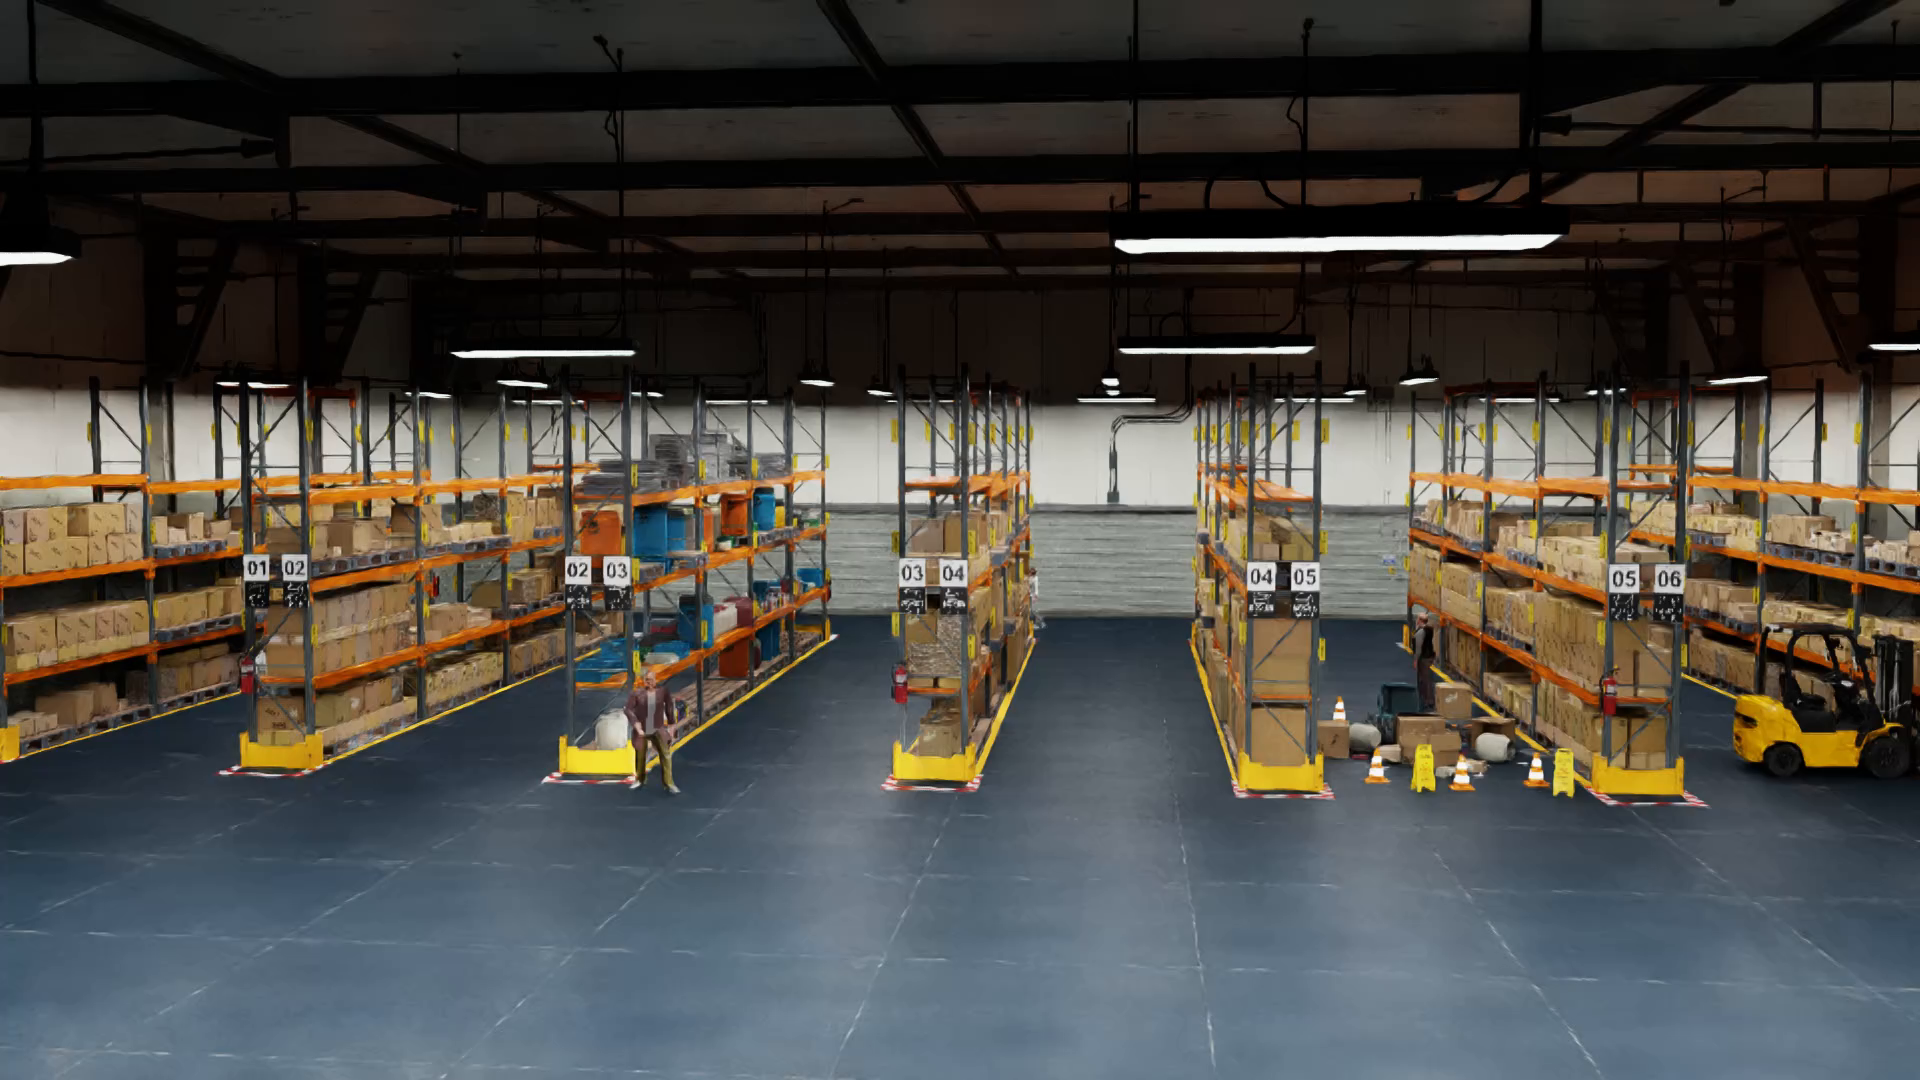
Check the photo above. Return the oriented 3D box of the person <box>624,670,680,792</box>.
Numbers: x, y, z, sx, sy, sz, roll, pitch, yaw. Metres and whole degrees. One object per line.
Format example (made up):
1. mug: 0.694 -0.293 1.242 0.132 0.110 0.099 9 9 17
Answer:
1. person: -4.306 2.649 23.173 0.735 1.719 0.868 -1 4 -13

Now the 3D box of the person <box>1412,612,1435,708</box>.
1. person: 8.439 2.176 30.423 0.586 1.718 0.640 2 4 31

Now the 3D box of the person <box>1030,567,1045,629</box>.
1. person: 1.934 1.478 42.414 0.411 1.588 0.560 -1 4 -21

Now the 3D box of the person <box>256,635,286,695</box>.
1. person: -11.712 2.387 28.111 0.479 1.585 1.086 0 4 8
